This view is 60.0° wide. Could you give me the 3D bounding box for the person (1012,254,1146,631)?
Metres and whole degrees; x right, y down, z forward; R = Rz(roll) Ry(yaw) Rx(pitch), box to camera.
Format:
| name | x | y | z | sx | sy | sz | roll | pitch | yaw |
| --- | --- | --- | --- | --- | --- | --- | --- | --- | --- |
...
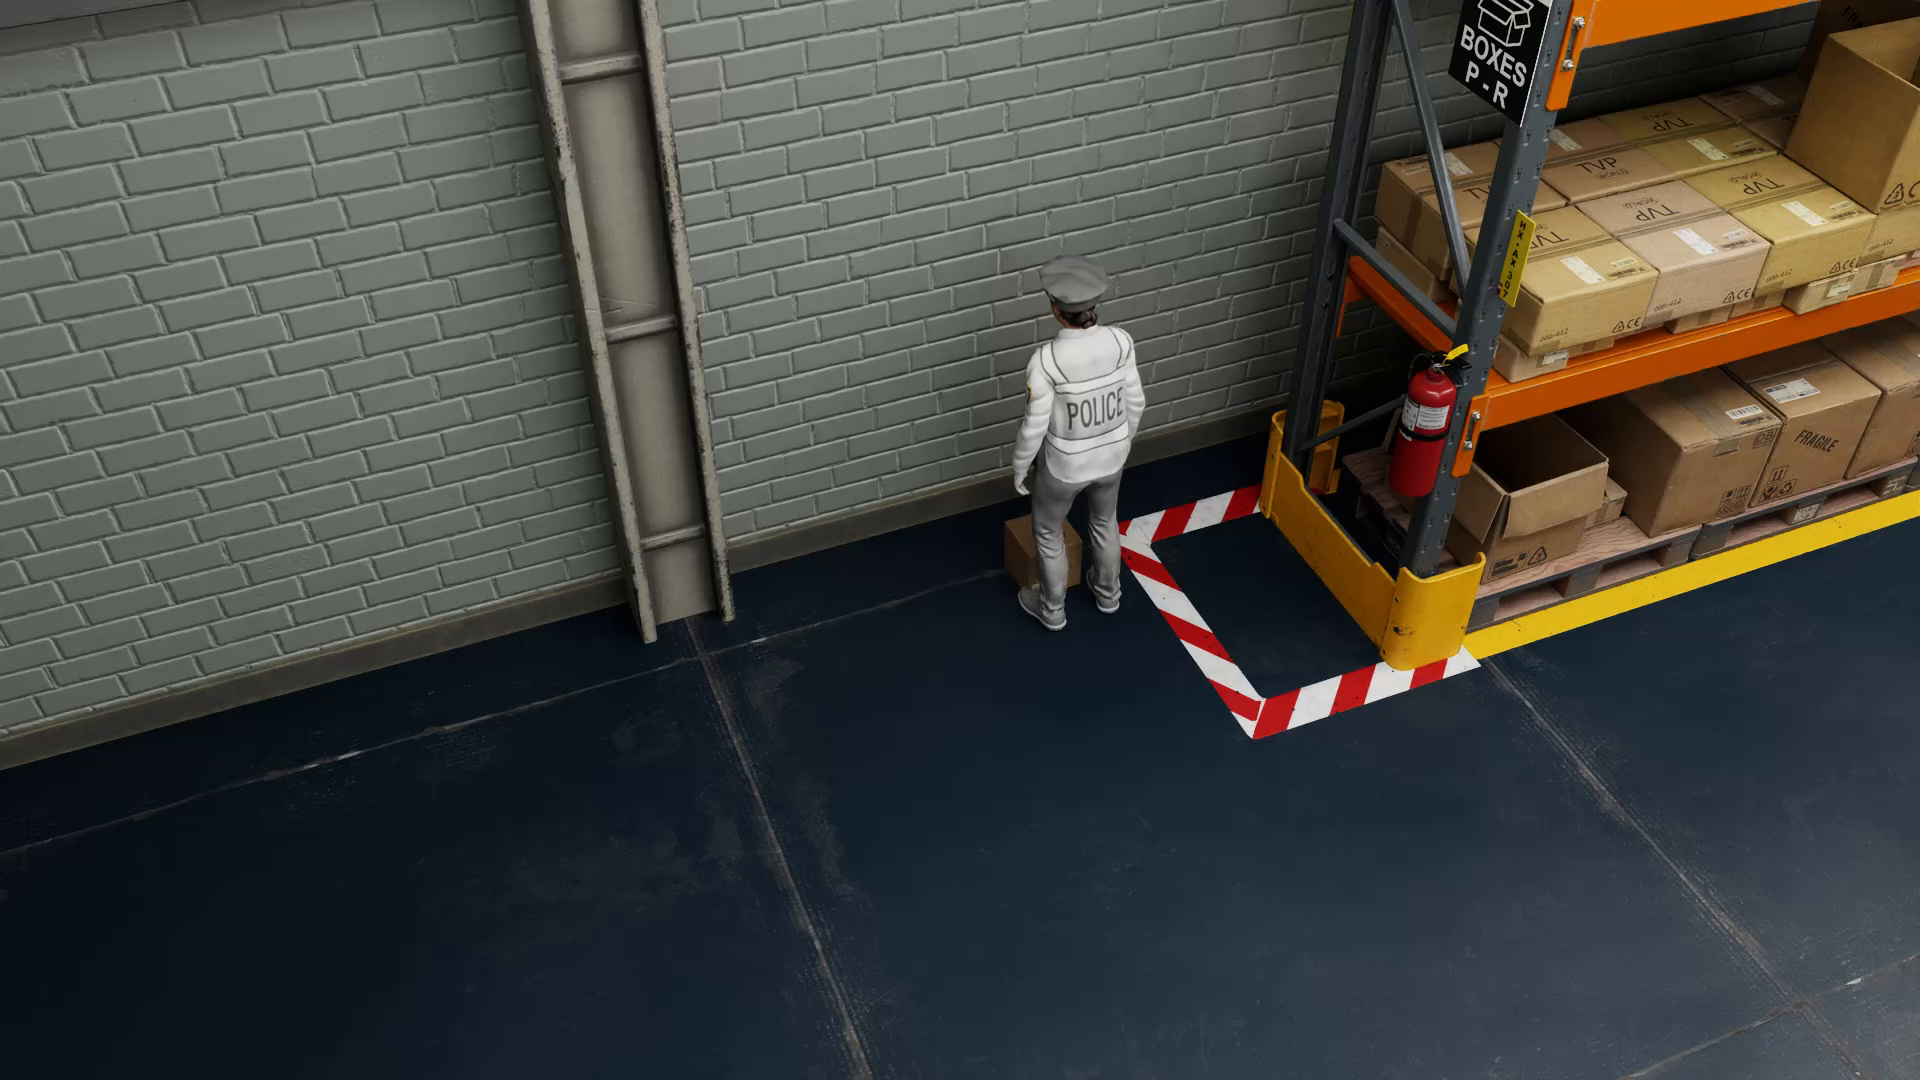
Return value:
| name | x | y | z | sx | sy | sz | roll | pitch | yaw |
| --- | --- | --- | --- | --- | --- | --- | --- | --- | --- |
| person | 0.452 | -0.327 | 6.520 | 0.538 | 1.663 | 0.378 | -16 | 44 | -17 |
